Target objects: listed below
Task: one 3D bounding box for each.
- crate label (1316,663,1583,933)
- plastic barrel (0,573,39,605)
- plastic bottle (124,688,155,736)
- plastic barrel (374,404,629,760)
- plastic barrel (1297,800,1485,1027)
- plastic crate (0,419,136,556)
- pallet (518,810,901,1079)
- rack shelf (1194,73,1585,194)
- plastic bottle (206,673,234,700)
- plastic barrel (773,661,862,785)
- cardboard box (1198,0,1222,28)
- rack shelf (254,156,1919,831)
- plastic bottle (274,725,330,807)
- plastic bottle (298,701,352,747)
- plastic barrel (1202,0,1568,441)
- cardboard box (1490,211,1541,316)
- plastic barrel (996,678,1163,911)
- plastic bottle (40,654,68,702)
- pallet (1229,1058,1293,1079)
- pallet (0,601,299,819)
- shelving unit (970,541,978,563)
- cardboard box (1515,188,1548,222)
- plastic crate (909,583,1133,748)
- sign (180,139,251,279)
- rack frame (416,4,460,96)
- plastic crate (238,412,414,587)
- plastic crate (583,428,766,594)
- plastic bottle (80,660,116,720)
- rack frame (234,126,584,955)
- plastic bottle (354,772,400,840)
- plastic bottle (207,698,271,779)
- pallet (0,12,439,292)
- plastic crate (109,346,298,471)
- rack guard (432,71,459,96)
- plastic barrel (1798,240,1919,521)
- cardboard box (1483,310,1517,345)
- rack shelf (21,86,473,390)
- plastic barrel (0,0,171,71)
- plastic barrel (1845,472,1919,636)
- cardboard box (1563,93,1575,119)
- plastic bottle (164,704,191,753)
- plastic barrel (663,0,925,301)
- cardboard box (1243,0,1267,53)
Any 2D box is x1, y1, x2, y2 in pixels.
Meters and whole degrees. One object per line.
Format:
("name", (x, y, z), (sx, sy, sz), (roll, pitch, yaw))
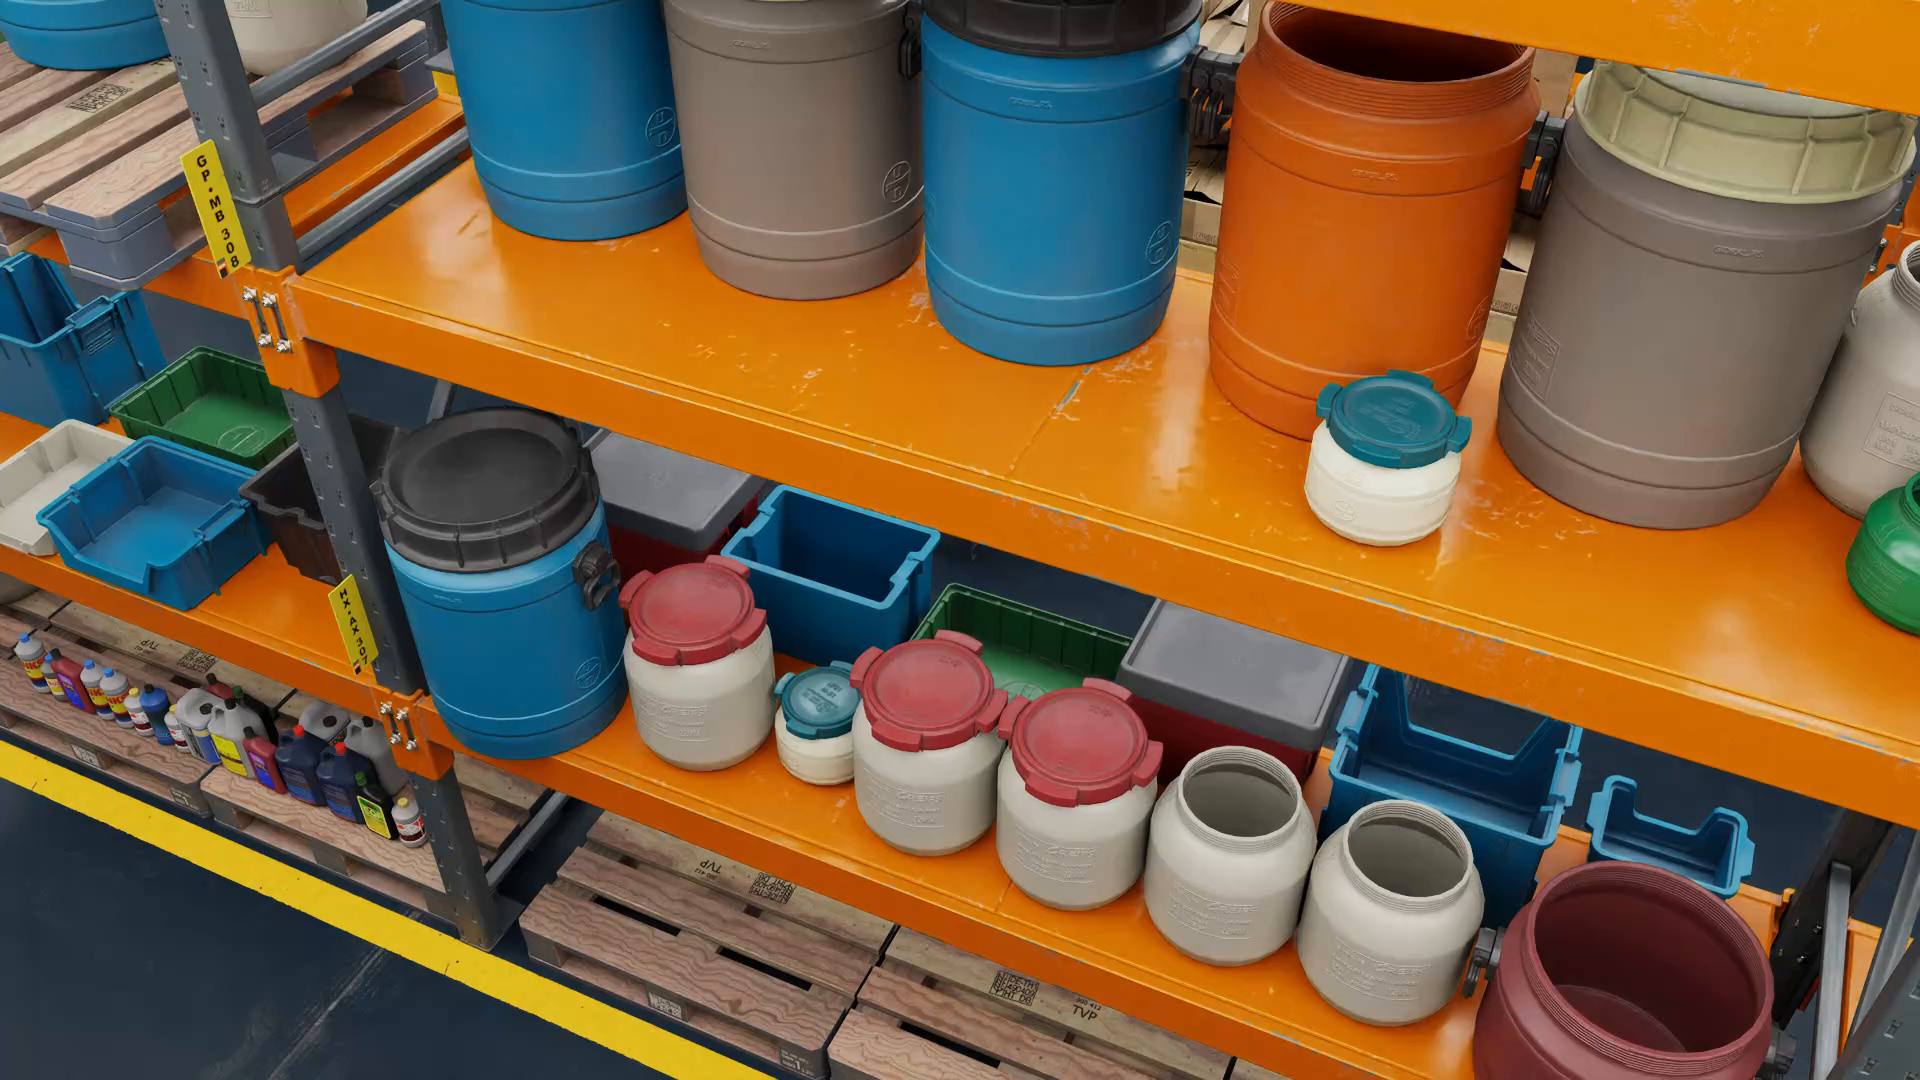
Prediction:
("crate label", (1.316, 0.689, 4.522), (0.616, 0.435, 0.502), (17, 44, 19))
("plastic barrel", (-4.065, -0.020, 6.946), (0.421, 0.512, 0.421), (0, 41, 0))
("plastic bottle", (-3.145, 0.651, 6.393), (0.097, 0.201, 0.097), (0, 41, 0))
("plastic barrel", (-1.301, 0.128, 4.814), (0.708, 0.901, 0.600), (17, 44, 19))
("plastic barrel", (1.080, 0.938, 4.176), (0.421, 0.512, 0.421), (0, 41, 0))
("plastic crate", (-3.101, -0.169, 5.740), (0.437, 0.136, 0.530), (17, 44, 19))
("pallet", (-0.795, 1.279, 5.998), (1.213, 0.211, 1.003), (17, 44, 19))
("rack shelf", (2.387, -2.083, 8.296), (4.000, 0.370, 1.077), (17, 44, 19))
("plastic bottle", (-2.796, 0.630, 6.355), (0.133, 0.283, 0.061), (17, 44, 19))
("plastic barrel", (-0.388, 0.540, 4.826), (0.301, 0.262, 0.301), (0, 41, 0))
("cardboard box", (1.040, -2.741, 8.621), (0.500, 0.250, 0.500), (20, 45, 21))
("rack shelf", (0.290, -0.277, 3.923), (4.000, 0.370, 1.077), (17, 44, 19))
("plastic bottle", (-2.402, 0.805, 6.102), (0.185, 0.351, 0.144), (15, 43, 17))
("plastic bottle", (-2.362, 0.738, 6.236), (0.135, 0.276, 0.152), (17, 44, 19))
("plastic barrel", (0.857, -0.695, 3.527), (0.708, 0.830, 0.600), (17, 44, 19))
("cardboard box", (2.691, -1.413, 8.324), (0.500, 0.311, 0.500), (17, 44, 18))
("plastic barrel", (0.308, 0.697, 4.436), (0.433, 0.535, 0.433), (0, 41, 0))
("plastic bottle", (-3.543, 0.530, 6.533), (0.097, 0.201, 0.097), (0, 41, 0))
("pallet", (1.416, 1.954, 5.218), (1.213, 0.211, 1.003), (17, 44, 19))
("pallet", (-3.223, 0.536, 6.854), (1.213, 0.211, 1.003), (17, 44, 19))
("shelving unit", (0.007, -0.338, 7.337), (0.210, 0.900, 0.258), (17, 44, 19))
("cardboard box", (2.908, -1.735, 8.696), (0.500, 0.311, 0.500), (16, 43, 17))
("plastic crate", (0.175, 0.425, 5.015), (0.662, 0.188, 0.450), (17, 44, 19))
("sign", (-1.765, -0.783, 3.950), (0.005, 0.325, 0.100), (17, 44, 19))
("rack frame", (-3.050, -4.016, 9.977), (0.127, 3.000, 1.000), (17, 44, 19))
("plastic crate", (-1.943, -0.167, 5.583), (0.504, 0.338, 0.767), (17, 44, 19))
("plastic crate", (-0.955, -0.041, 5.342), (0.583, 0.464, 0.402), (17, 44, 19))
("plastic bottle", (-3.326, 0.569, 6.434), (0.097, 0.271, 0.097), (0, 41, 0))
("rack frame", (-1.523, 0.030, 5.309), (0.127, 3.000, 1.000), (17, 44, 19))
("plastic bottle", (-2.098, 0.953, 5.982), (0.133, 0.283, 0.061), (19, 44, 21))
("plastic bottle", (-2.695, 0.715, 6.205), (0.185, 0.351, 0.144), (17, 44, 18))
("pallet", (-2.218, -1.173, 4.552), (1.003, 0.211, 1.213), (17, 44, 19))
("plastic crate", (-2.634, -0.433, 6.005), (0.662, 0.188, 0.450), (17, 44, 19))
("rack guard", (-3.072, -3.078, 10.804), (0.348, 0.500, 1.175), (17, 44, 19))
("plastic barrel", (1.950, -0.305, 3.321), (0.421, 0.512, 0.421), (0, 41, 0))
("cardboard box", (2.697, -1.203, 8.511), (0.500, 0.250, 0.500), (18, 44, 20))
("rack shelf", (-3.335, -1.385, 5.201), (4.000, 0.370, 1.077), (17, 44, 19))
("plastic barrel", (-2.380, -1.790, 4.416), (0.708, 0.901, 0.600), (17, 44, 19))
("plastic barrel", (1.857, 0.025, 3.143), (0.294, 0.245, 0.294), (0, 41, 0))
("cardboard box", (3.020, -2.026, 7.873), (0.250, 0.149, 0.380), (20, 45, 22))
("plastic bottle", (-2.959, 0.708, 6.328), (0.097, 0.201, 0.097), (0, 41, 0))
("plastic barrel", (-0.377, -1.099, 3.939), (0.600, 0.901, 0.600), (0, 41, 0))
("cardboard box", (1.741, -2.578, 8.242), (0.500, 0.500, 0.500), (20, 45, 22))
